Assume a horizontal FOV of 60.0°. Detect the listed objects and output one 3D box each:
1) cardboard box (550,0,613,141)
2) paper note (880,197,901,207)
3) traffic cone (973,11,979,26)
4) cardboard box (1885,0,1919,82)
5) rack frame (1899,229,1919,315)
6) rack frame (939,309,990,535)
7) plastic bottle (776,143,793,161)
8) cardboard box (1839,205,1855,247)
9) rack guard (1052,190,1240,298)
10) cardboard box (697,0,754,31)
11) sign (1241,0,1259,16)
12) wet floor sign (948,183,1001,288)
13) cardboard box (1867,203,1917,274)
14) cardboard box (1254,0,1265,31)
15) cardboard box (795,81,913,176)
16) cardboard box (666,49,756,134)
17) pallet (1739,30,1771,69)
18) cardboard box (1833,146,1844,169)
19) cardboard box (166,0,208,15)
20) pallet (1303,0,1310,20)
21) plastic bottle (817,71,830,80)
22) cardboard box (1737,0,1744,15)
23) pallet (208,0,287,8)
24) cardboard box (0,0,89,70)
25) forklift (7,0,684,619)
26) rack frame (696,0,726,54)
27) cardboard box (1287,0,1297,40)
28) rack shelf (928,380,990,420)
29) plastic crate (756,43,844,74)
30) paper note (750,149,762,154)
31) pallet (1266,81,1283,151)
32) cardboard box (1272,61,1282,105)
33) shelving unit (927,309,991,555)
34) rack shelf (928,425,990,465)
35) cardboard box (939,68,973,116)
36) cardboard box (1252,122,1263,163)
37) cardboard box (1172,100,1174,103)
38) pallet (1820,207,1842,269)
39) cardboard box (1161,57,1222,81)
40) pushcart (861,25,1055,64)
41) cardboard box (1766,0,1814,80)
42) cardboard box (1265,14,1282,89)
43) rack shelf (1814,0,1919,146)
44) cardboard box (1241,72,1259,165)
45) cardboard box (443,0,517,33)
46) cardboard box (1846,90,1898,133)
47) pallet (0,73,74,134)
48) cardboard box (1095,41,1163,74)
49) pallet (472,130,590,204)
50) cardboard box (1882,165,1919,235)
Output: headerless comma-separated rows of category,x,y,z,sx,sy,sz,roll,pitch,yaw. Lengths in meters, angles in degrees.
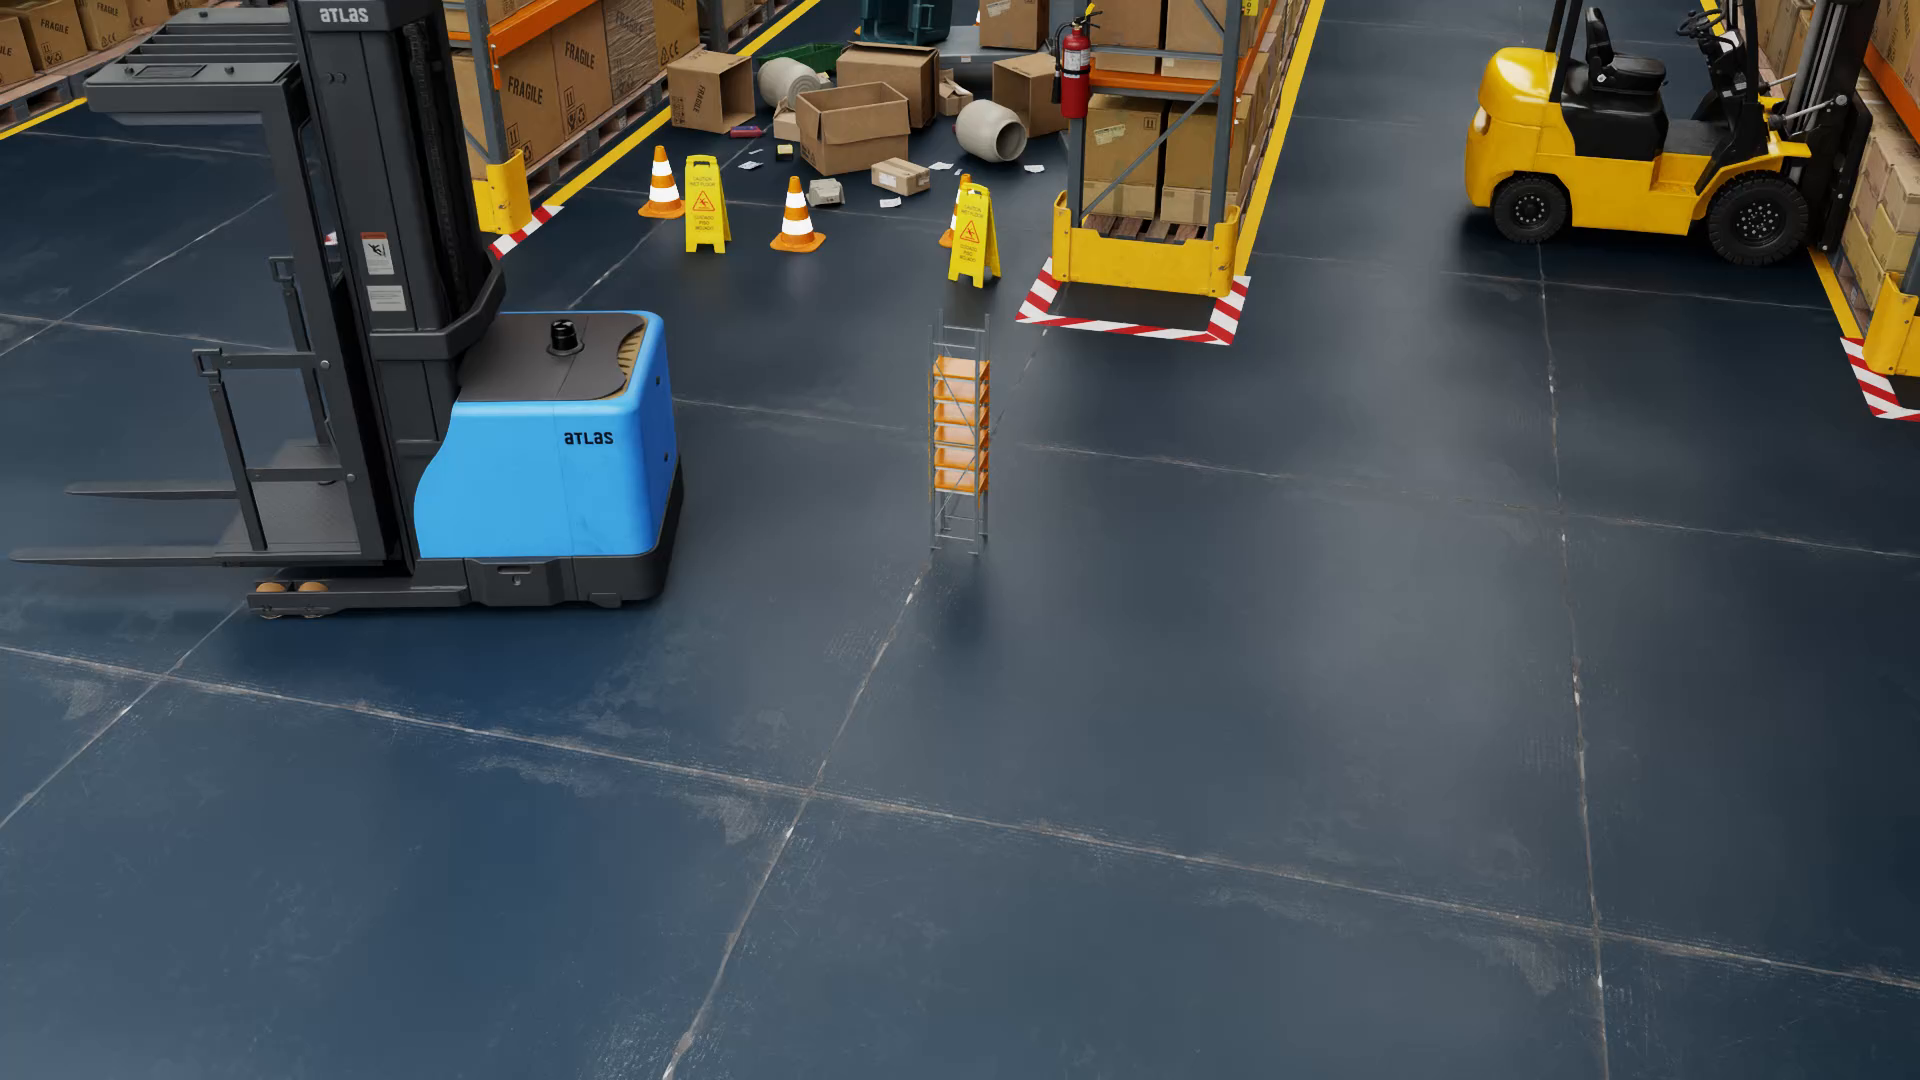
cardboard box,-3.303,-3.668,12.813,0.875,0.875,0.875,8,33,12
paper note,-0.504,-2.457,12.086,0.148,0.019,0.142,-3,33,-4
traffic cone,0.263,-5.074,15.801,0.336,0.463,0.334,8,33,12
cardboard box,6.125,-3.142,10.303,0.500,0.500,0.500,7,33,11
rack frame,5.983,-2.275,9.032,1.000,3.000,0.127,8,33,12
rack frame,0.020,-0.546,7.991,0.240,1.200,0.006,8,33,12
plastic bottle,-1.366,-3.028,12.956,0.133,0.061,0.283,-3,33,-4
cardboard box,6.068,-2.093,10.919,0.500,0.250,0.500,8,33,13
rack guard,1.201,-1.933,10.825,1.175,0.500,0.348,8,33,12
cardboard box,-2.547,-5.208,15.352,1.050,0.750,0.750,8,33,12
sign,1.706,-3.240,9.744,0.100,0.325,0.005,8,33,12
wet floor sign,0.098,-2.002,10.798,0.267,0.644,0.232,20,38,29
cardboard box,5.805,-1.798,9.987,0.500,0.250,0.500,8,33,12
cardboard box,1.698,-3.593,10.736,0.500,0.500,0.500,9,34,14
cardboard box,-0.822,-3.151,12.738,0.797,0.503,0.637,-14,35,-21
cardboard box,-2.019,-3.647,13.518,0.500,0.500,0.500,14,35,21
pallet,7.455,-4.196,14.654,1.003,0.211,1.213,8,33,12
cardboard box,6.183,-2.586,11.228,0.500,0.250,0.500,8,33,12
cardboard box,-7.529,-5.294,15.719,0.500,0.500,0.500,7,33,11
pallet,3.012,-5.518,16.733,1.003,0.211,1.213,8,33,12
plastic bottle,-1.228,-4.057,14.574,0.133,0.061,0.283,-8,33,-13
cardboard box,7.842,-5.279,15.580,0.875,0.625,0.625,9,34,14
pallet,-7.193,-5.601,16.863,1.003,0.211,1.213,8,33,12
cardboard box,-7.934,-4.379,14.281,0.500,0.500,0.500,11,34,17
forklift,-2.910,-1.162,7.345,3.031,2.935,1.130,-1,32,-1
rack frame,-2.617,-5.646,14.335,1.000,3.000,0.127,8,33,12
cardboard box,2.506,-4.738,14.966,0.950,0.372,0.625,10,34,15
rack shelf,-0.004,-0.664,7.811,0.258,0.103,0.180,8,33,12
plastic crate,-1.394,-4.215,14.651,0.662,0.188,0.450,-28,32,-37
paper note,-1.598,-3.043,13.027,0.032,0.001,0.123,28,42,36
pallet,2.060,-3.494,13.549,1.003,0.211,1.213,8,33,12
cardboard box,2.306,-3.698,13.442,0.500,0.250,0.500,10,34,15
shelving unit,-0.004,-0.499,7.916,0.258,1.200,0.189,8,33,12
rack shelf,-0.004,-0.461,7.940,0.258,0.103,0.180,8,33,12
cardboard box,-0.086,-3.740,13.885,0.258,0.266,0.396,-14,35,-21
cardboard box,1.917,-2.895,12.179,0.500,0.250,0.500,10,34,16
cardboard box,1.262,-3.004,11.652,0.500,0.500,0.500,9,34,14
pallet,6.449,-2.131,11.406,1.003,0.211,1.213,8,33,12
cardboard box,1.468,-2.991,10.392,0.380,0.149,0.250,8,33,13
pushcart,-0.022,-4.202,14.508,1.648,0.377,0.936,-3,33,-4
cardboard box,7.324,-4.199,13.882,0.875,0.625,0.625,8,33,12
cardboard box,2.178,-3.750,12.825,0.500,0.500,0.500,9,33,13
rack shelf,6.491,-3.009,10.858,1.077,0.370,4.000,8,33,12
cardboard box,1.787,-2.947,11.562,0.500,0.500,0.500,7,33,11
cardboard box,-3.582,-3.832,11.342,0.875,0.550,0.550,8,33,12
cardboard box,6.177,-2.786,11.076,0.500,0.250,0.500,7,33,11
pallet,-8.145,-3.577,13.680,1.003,0.211,1.213,8,33,12
cardboard box,1.069,-3.066,10.510,0.380,0.149,0.250,9,34,14
pallet,-3.505,-2.819,12.487,1.003,0.211,1.213,8,33,12
cardboard box,5.799,-1.995,9.831,0.500,0.250,0.500,9,34,14
